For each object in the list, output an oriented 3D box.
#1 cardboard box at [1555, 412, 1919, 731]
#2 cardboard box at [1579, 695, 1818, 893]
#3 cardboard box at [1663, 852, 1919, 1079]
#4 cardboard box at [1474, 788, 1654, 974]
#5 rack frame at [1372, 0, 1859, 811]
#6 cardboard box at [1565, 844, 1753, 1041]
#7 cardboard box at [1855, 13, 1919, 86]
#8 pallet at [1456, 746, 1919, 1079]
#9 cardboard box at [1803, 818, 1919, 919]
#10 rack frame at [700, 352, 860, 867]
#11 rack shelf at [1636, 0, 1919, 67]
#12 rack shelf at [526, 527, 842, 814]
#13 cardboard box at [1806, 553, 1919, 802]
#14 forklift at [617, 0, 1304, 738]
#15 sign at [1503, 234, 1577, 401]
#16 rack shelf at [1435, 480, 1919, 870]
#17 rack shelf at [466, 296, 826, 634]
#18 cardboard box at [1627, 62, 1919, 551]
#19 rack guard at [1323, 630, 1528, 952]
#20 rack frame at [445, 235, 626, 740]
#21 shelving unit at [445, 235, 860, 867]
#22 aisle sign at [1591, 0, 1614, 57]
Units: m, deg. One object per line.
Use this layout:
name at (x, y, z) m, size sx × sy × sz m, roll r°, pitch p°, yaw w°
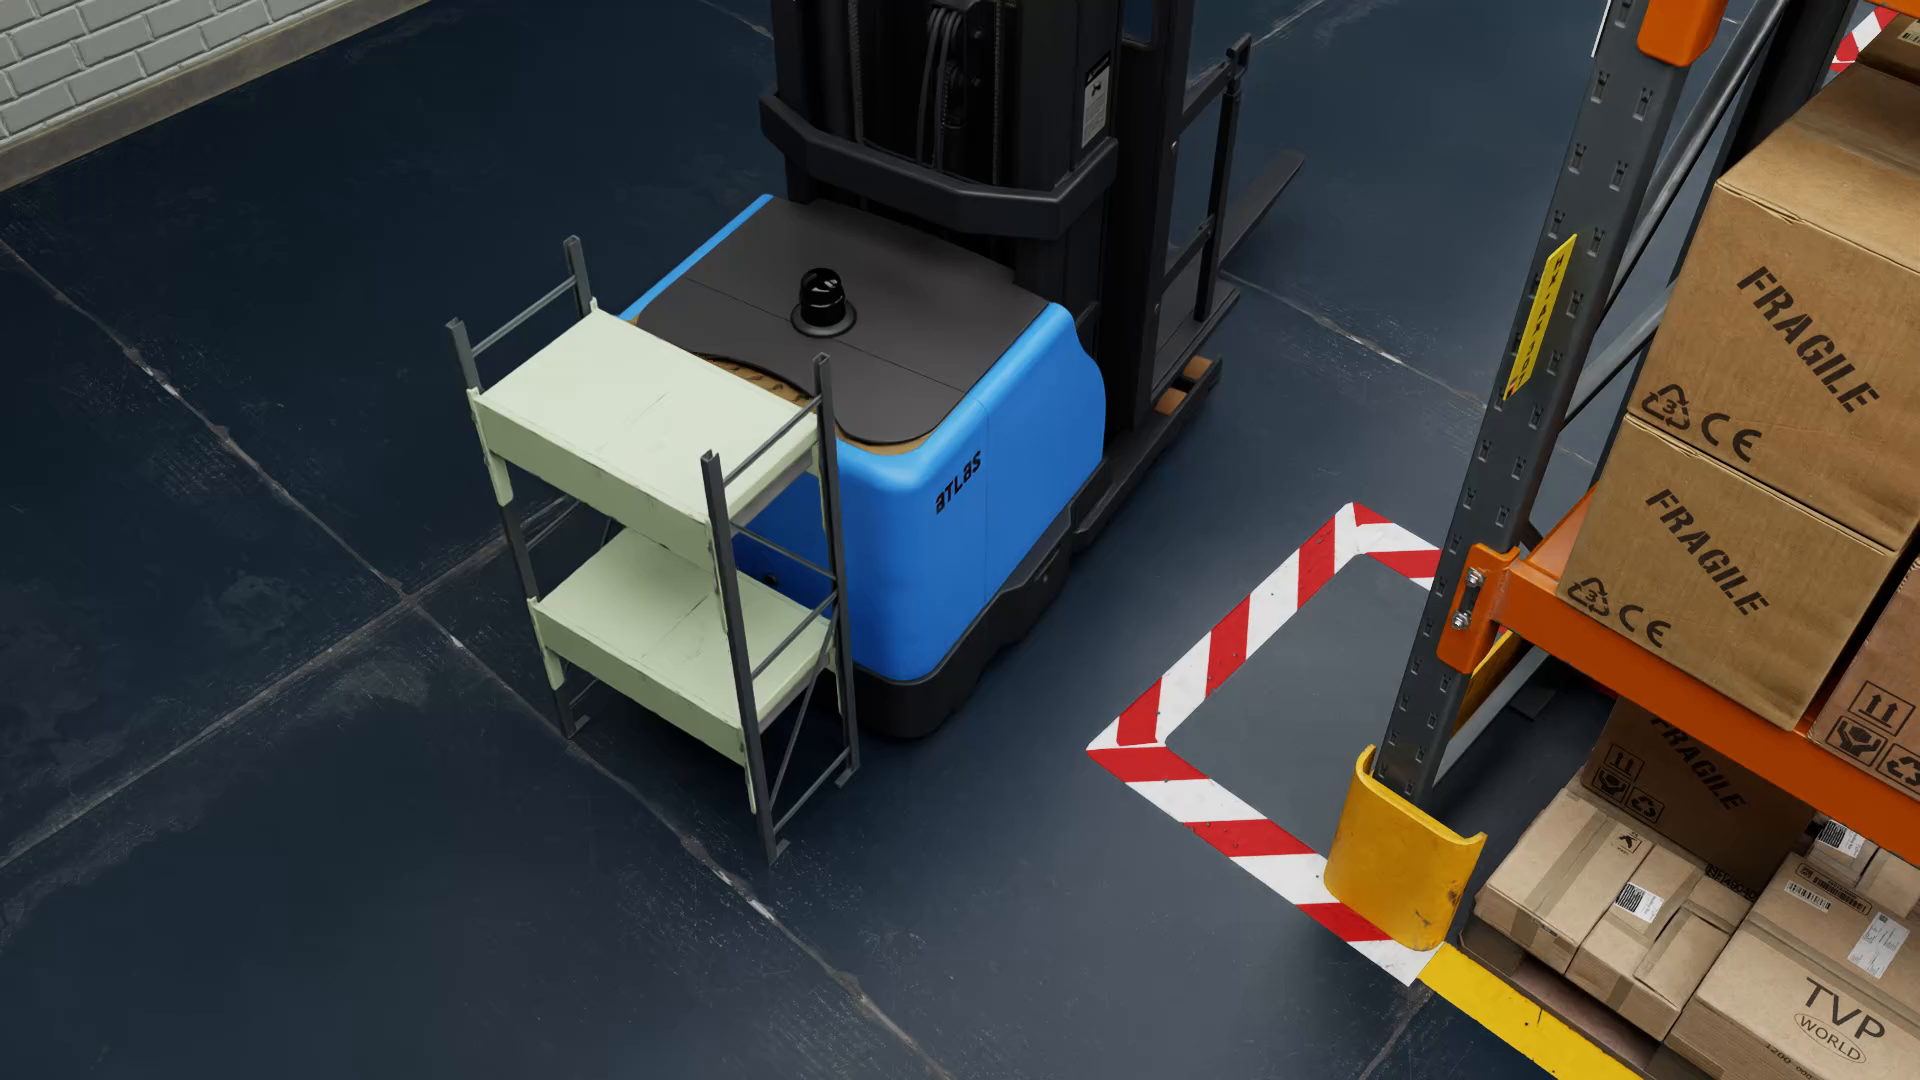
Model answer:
cardboard box at (1.549, -0.061, 3.181) m, size 0.500 × 0.500 × 0.500 m, roll 35°, pitch 56°, yaw 28°
cardboard box at (1.969, 0.454, 4.179) m, size 0.500 × 0.500 × 0.500 m, roll 34°, pitch 55°, yaw 28°
cardboard box at (1.977, 1.071, 3.771) m, size 0.500 × 0.250 × 0.500 m, roll 34°, pitch 55°, yaw 28°
cardboard box at (1.477, 0.829, 4.068) m, size 0.250 × 0.149 × 0.380 m, roll 34°, pitch 55°, yaw 28°
rack frame at (1.402, -0.388, 3.556) m, size 0.127 × 3.000 × 1.000 m, roll 34°, pitch 55°, yaw 28°
cardboard box at (1.661, 0.946, 3.946) m, size 0.250 × 0.166 × 0.380 m, roll 34°, pitch 55°, yaw 28°
cardboard box at (1.916, -0.691, 3.087) m, size 0.500 × 0.500 × 0.500 m, roll 33°, pitch 55°, yaw 27°
pallet at (2.045, 0.998, 4.168) m, size 1.213 × 0.211 × 1.003 m, roll 34°, pitch 55°, yaw 28°
cardboard box at (2.205, 0.817, 4.067) m, size 0.250 × 0.166 × 0.380 m, roll 34°, pitch 55°, yaw 28°
rack frame at (-0.402, 0.234, 4.001) m, size 0.023 × 1.500 × 0.400 m, roll 27°, pitch 52°, yaw 23°
rack shelf at (2.872, -0.179, 1.797) m, size 4.000 × 0.370 × 1.077 m, roll 34°, pitch 55°, yaw 28°
rack shelf at (-0.703, 0.305, 4.381) m, size 0.720 × 0.370 × 0.431 m, roll 27°, pitch 52°, yaw 23°
cardboard box at (1.932, 0.191, 2.945) m, size 0.500 × 0.500 × 0.500 m, roll 33°, pitch 55°, yaw 27°
forklift at (0.234, -1.512, 4.659) m, size 1.130 × 2.935 × 3.031 m, roll 24°, pitch 51°, yaw 21°
sign at (1.034, -0.393, 2.968) m, size 0.005 × 0.325 × 0.100 m, roll 34°, pitch 55°, yaw 28°
rack shelf at (2.872, 0.847, 2.890) m, size 4.000 × 0.370 × 1.077 m, roll 34°, pitch 55°, yaw 28°
rack shelf at (-0.702, -0.186, 3.860) m, size 0.720 × 0.370 × 0.431 m, roll 27°, pitch 52°, yaw 23°
cardboard box at (1.549, -0.404, 2.817) m, size 0.500 × 0.500 × 0.500 m, roll 36°, pitch 56°, yaw 29°
rack guard at (1.458, 0.505, 4.432) m, size 0.348 × 0.500 × 1.175 m, roll 34°, pitch 55°, yaw 28°
rack frame at (-1.003, -0.070, 4.287) m, size 0.023 × 1.500 × 0.400 m, roll 27°, pitch 52°, yaw 23°
shelving unit at (-0.703, 0.082, 4.144) m, size 0.755 × 1.500 × 0.431 m, roll 27°, pitch 52°, yaw 23°
aisle sign at (1.153, -1.154, 2.493) m, size 0.004 × 0.787 × 0.394 m, roll 34°, pitch 55°, yaw 28°
